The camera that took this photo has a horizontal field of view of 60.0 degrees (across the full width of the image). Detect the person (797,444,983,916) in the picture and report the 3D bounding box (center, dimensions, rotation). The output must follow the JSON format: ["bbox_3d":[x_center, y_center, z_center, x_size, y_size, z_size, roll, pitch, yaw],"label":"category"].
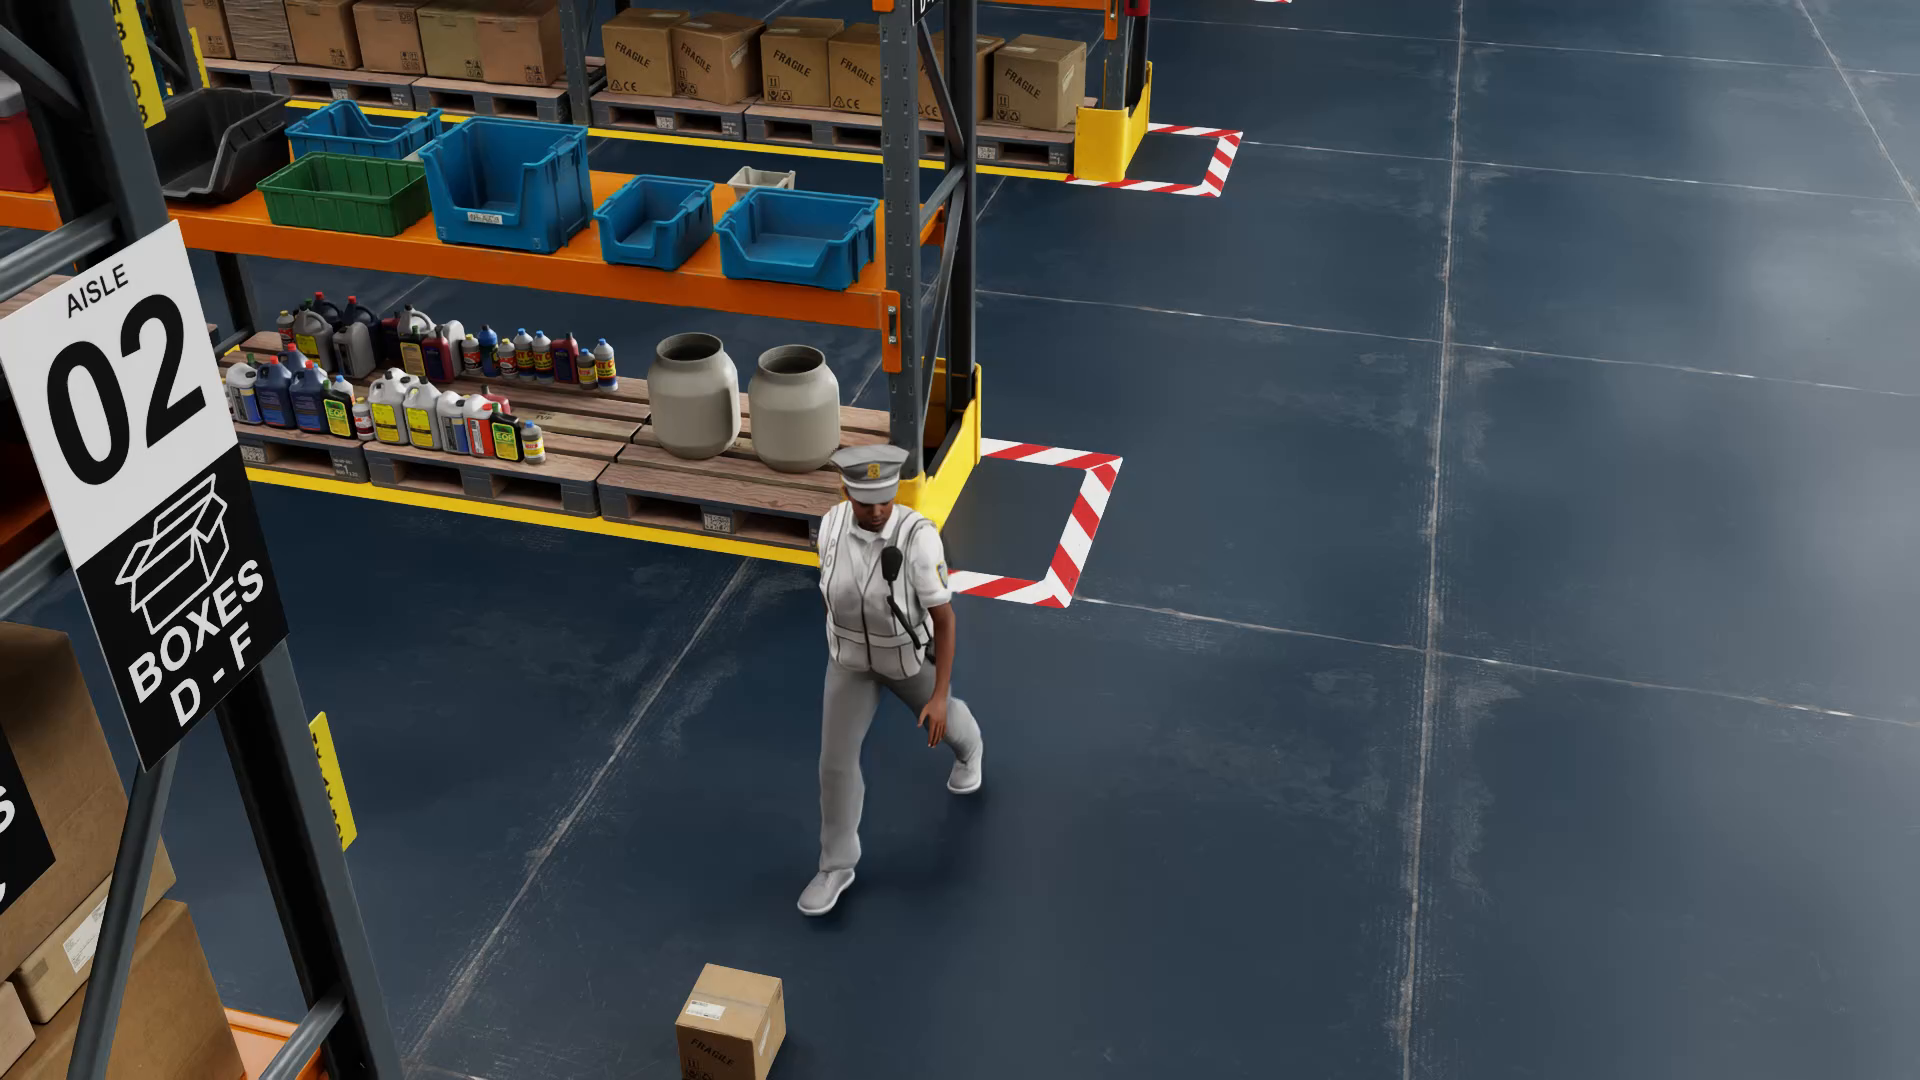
[{"bbox_3d":[-0.233,0.389,5.526,0.567,1.629,1.003,11,34,16],"label":"person"}]
